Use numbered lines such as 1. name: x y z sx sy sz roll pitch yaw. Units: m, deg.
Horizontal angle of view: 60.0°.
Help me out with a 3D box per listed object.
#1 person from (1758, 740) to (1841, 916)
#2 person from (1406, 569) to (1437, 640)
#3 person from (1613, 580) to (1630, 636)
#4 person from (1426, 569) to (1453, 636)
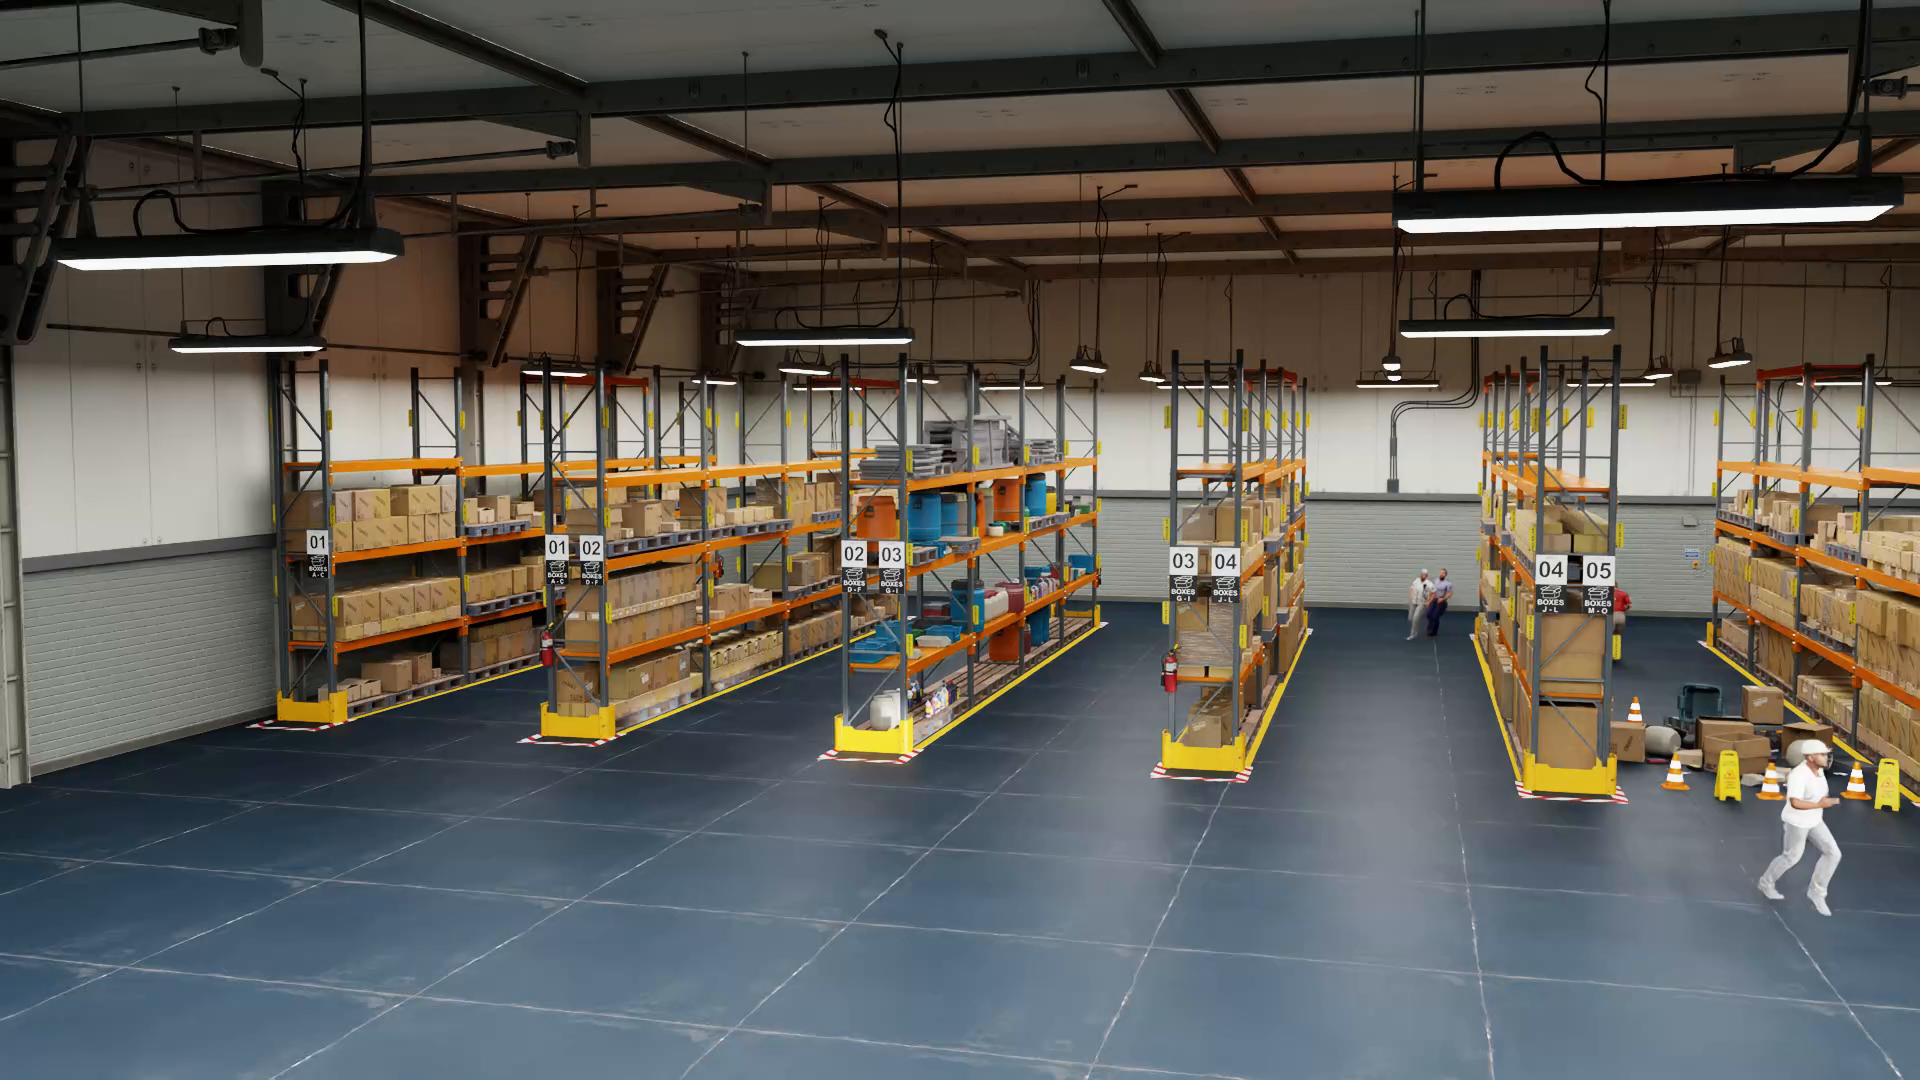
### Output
1. person: 8.593 2.909 16.988 0.728 1.794 0.840 -3 5 -37
2. person: 10.584 1.465 38.093 0.696 1.625 0.642 4 5 41
3. person: 13.693 1.683 34.792 0.644 1.664 0.758 1 4 9
4. person: 11.051 1.453 38.429 0.635 1.576 0.544 3 5 38
